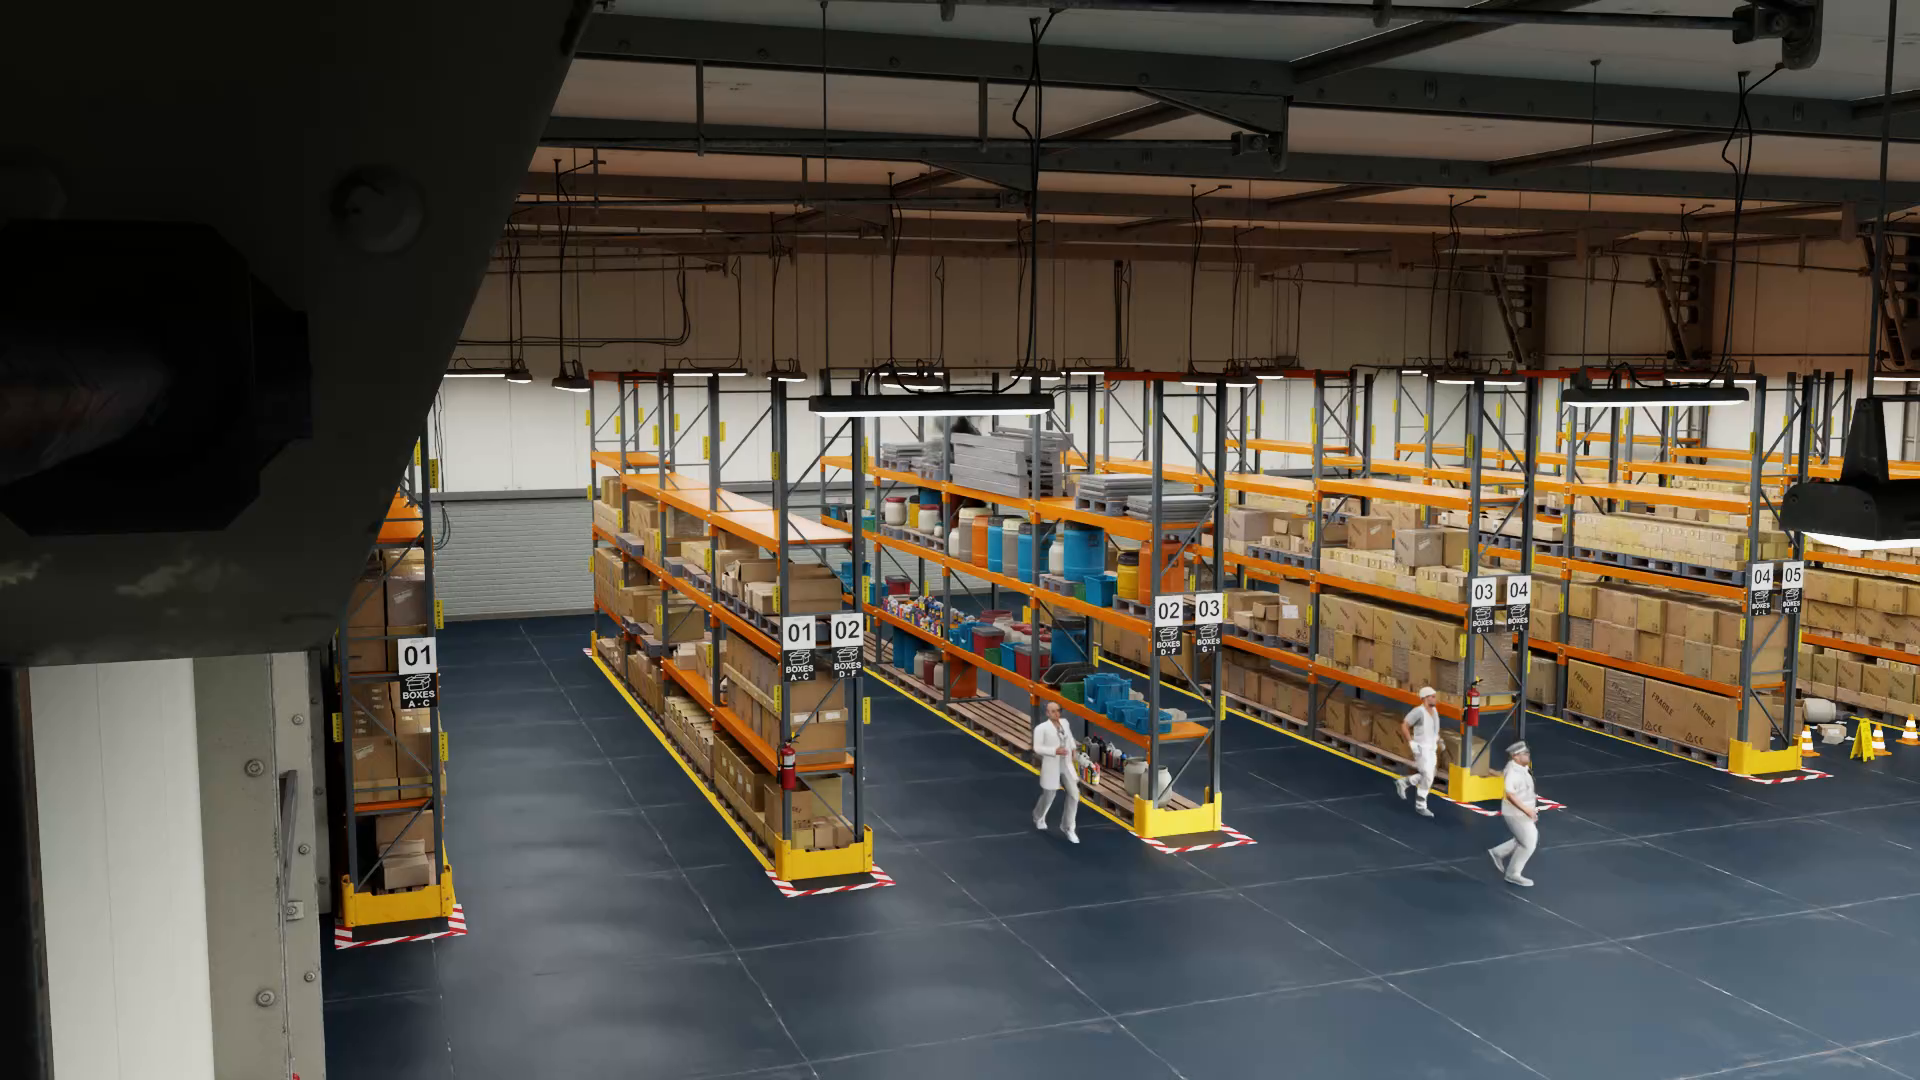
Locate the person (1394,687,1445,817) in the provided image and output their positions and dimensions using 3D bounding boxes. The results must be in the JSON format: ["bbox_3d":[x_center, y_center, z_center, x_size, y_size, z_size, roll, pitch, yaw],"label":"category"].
[{"bbox_3d":[6.406,2.909,23.128,0.708,1.756,0.726,-5,8,-39],"label":"person"}]

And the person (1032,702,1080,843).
[{"bbox_3d":[1.267,3.032,21.886,0.726,1.823,0.875,-3,7,-26],"label":"person"}]

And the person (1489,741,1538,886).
[{"bbox_3d":[6.649,3.252,19.936,0.563,1.755,0.661,2,7,17],"label":"person"}]
